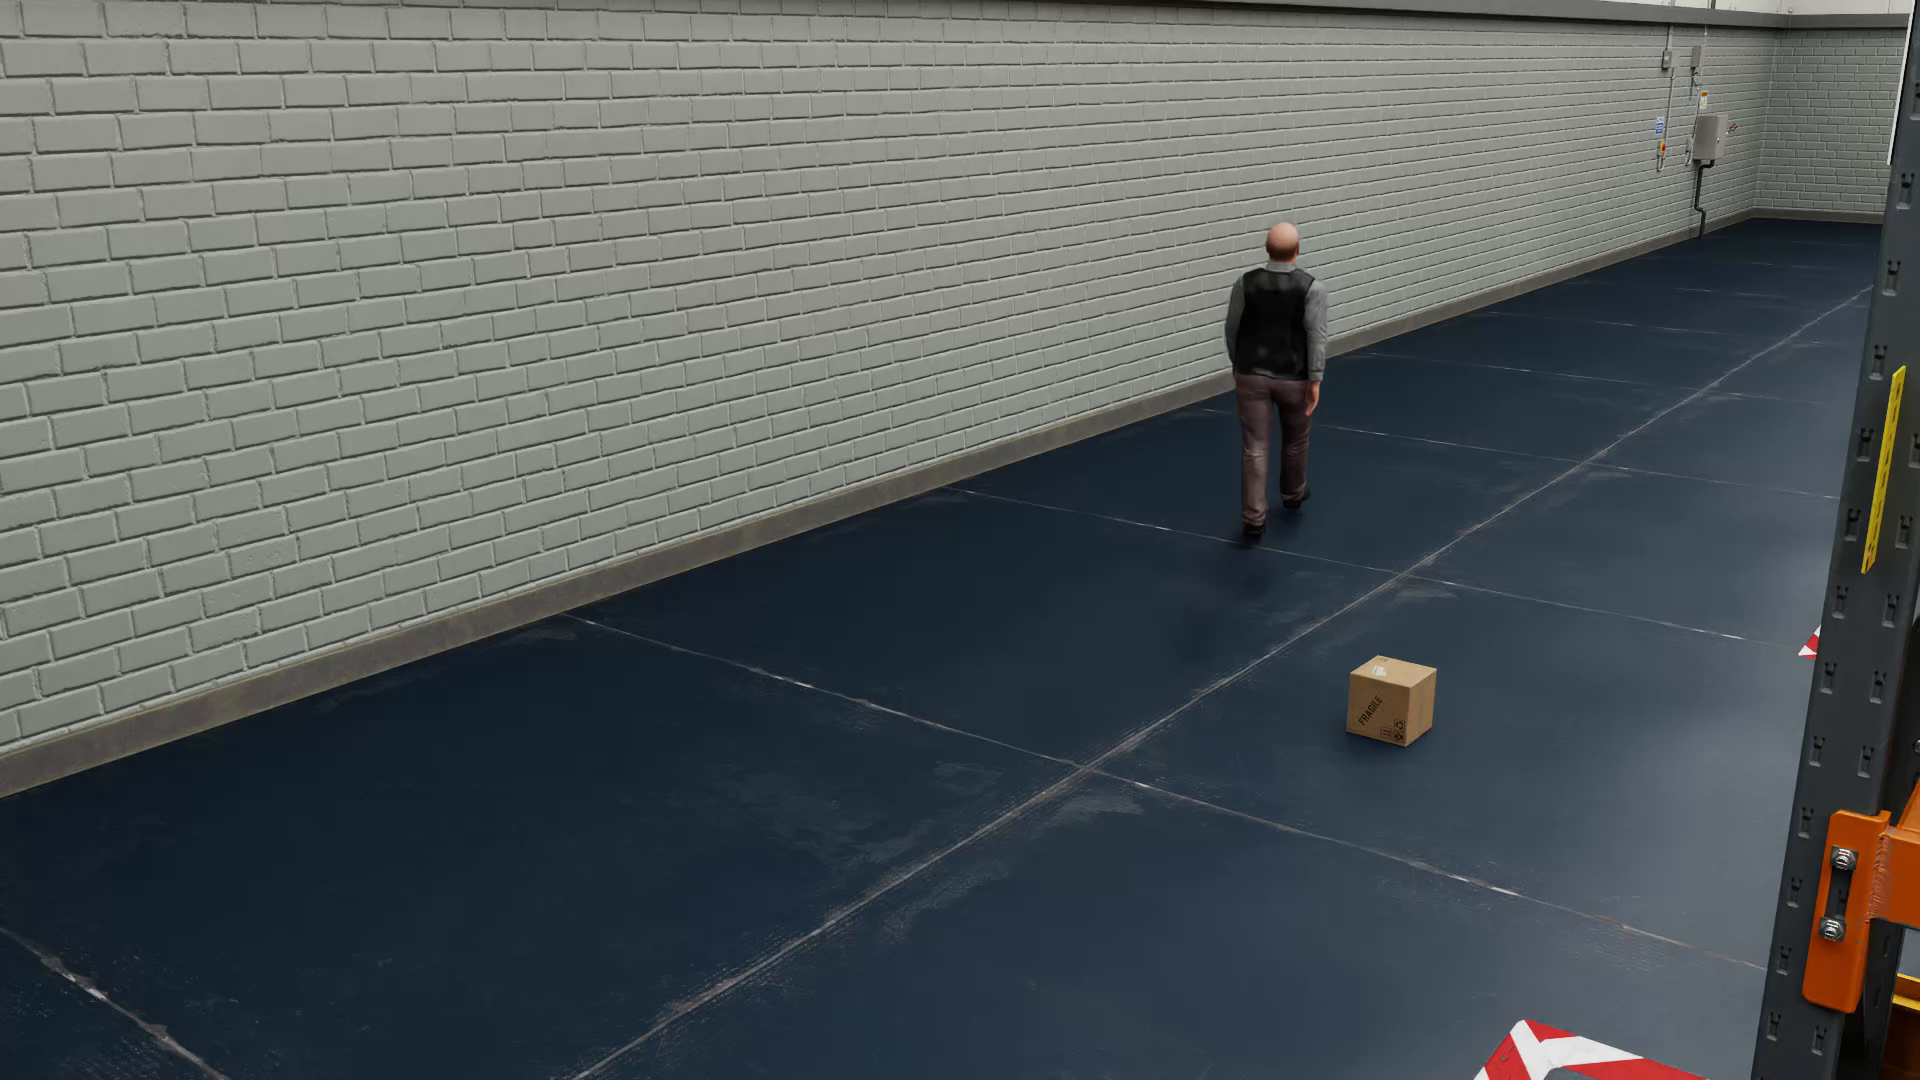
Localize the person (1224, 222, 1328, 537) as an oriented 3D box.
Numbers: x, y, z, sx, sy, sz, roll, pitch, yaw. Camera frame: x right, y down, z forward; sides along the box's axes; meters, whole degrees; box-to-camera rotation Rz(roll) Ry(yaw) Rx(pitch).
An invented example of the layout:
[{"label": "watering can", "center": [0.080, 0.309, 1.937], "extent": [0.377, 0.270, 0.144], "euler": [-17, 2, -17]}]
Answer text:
[{"label": "person", "center": [1.736, -0.923, 9.174], "extent": [0.559, 1.663, 1.019], "euler": [4, 17, 14]}]
